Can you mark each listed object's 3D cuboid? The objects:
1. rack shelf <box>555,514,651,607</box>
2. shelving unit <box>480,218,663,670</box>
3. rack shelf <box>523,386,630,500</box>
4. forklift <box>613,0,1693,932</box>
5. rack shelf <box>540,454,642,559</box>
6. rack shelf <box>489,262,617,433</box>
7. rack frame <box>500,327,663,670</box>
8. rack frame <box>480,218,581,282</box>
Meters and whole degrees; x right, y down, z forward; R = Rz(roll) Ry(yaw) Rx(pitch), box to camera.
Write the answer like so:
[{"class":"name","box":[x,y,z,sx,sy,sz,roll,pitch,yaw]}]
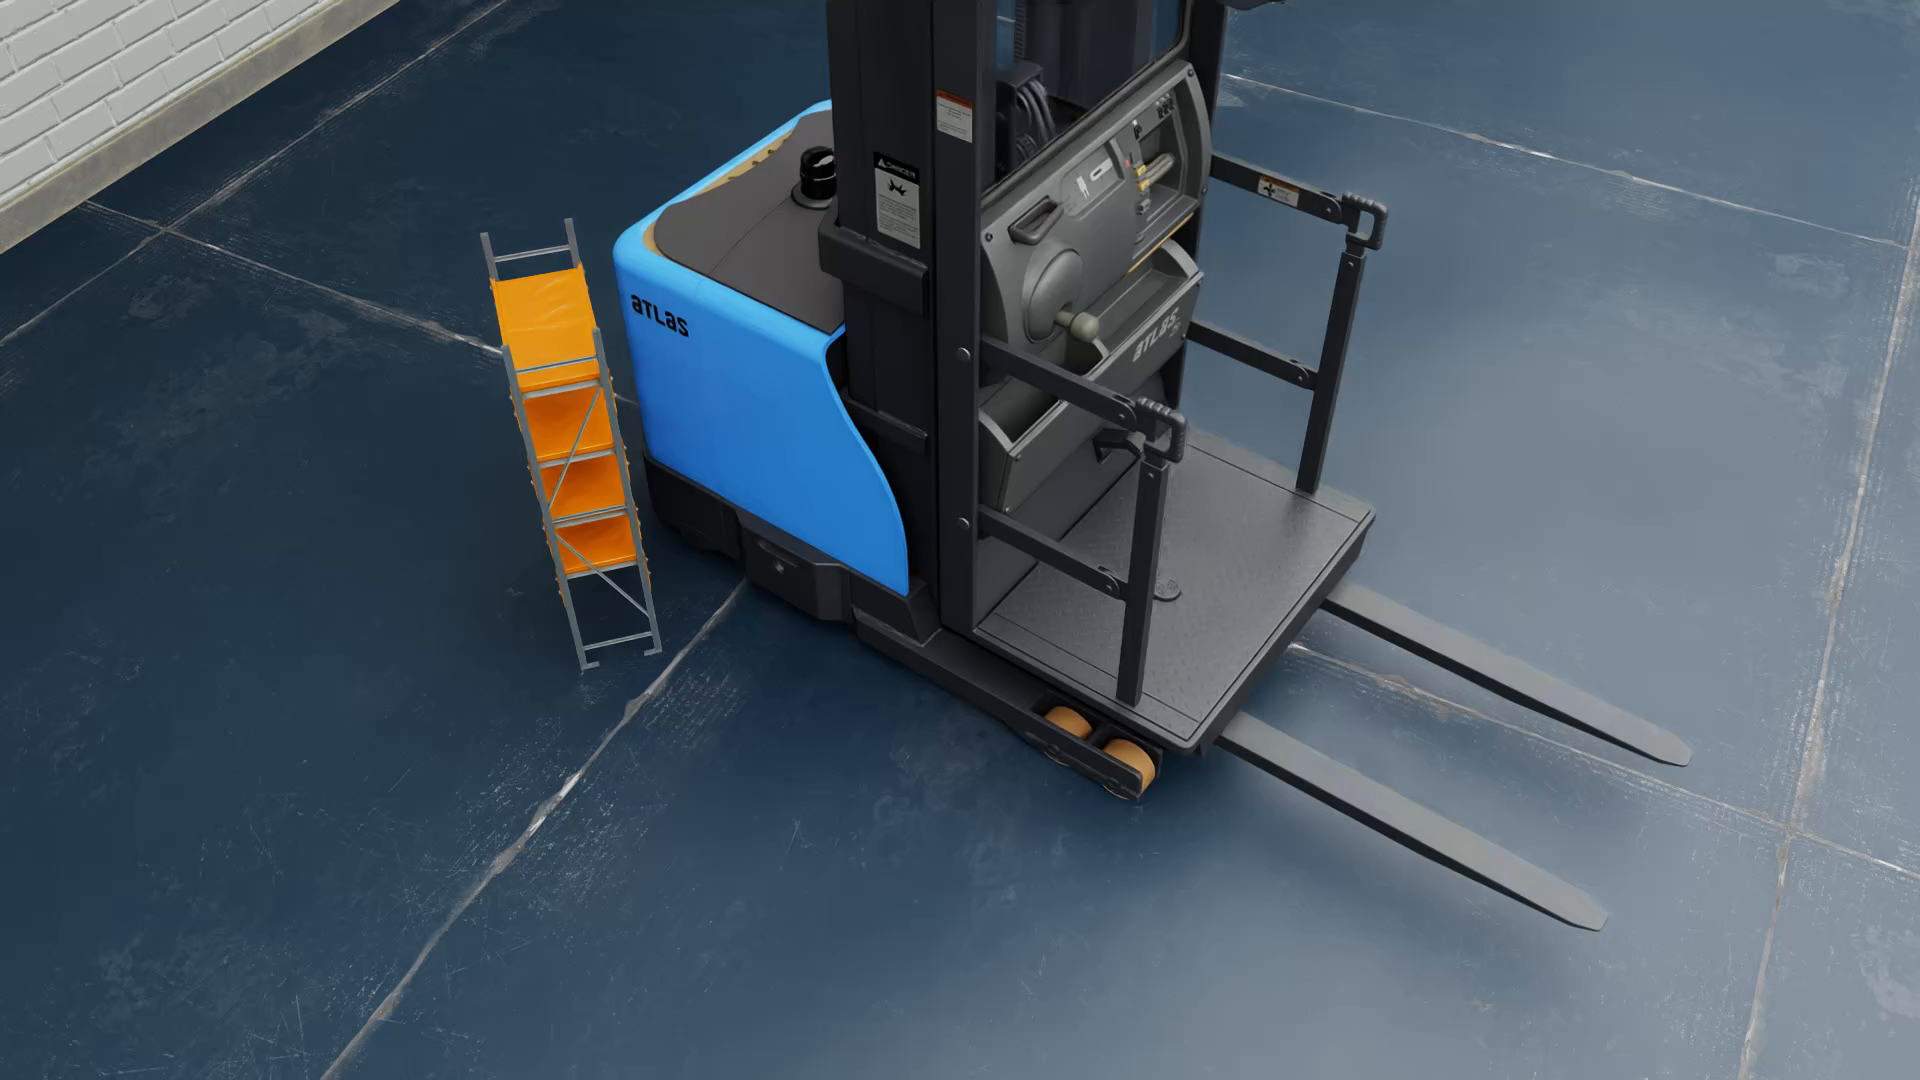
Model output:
[{"class":"rack shelf","box":[-1.069,-0.049,4.829,0.258,0.148,0.480,-12,47,-12]},{"class":"shelving unit","box":[-1.069,-0.236,4.639,0.258,1.200,0.503,-12,47,-12]},{"class":"rack shelf","box":[-1.069,-0.346,4.528,0.258,0.148,0.480,-12,47,-12]},{"class":"forklift","box":[0.515,-0.756,3.937,3.031,2.935,1.130,27,51,24]},{"class":"rack shelf","box":[-1.069,-0.188,4.687,0.258,0.148,0.480,-12,47,-12]},{"class":"rack shelf","box":[-1.069,-0.512,4.360,0.258,0.148,0.480,-12,47,-12]},{"class":"rack frame","box":[-0.997,-0.070,4.476,0.240,1.200,0.015,-12,47,-12]},{"class":"rack frame","box":[-1.141,-0.402,4.803,0.240,1.200,0.015,-12,47,-12]}]
